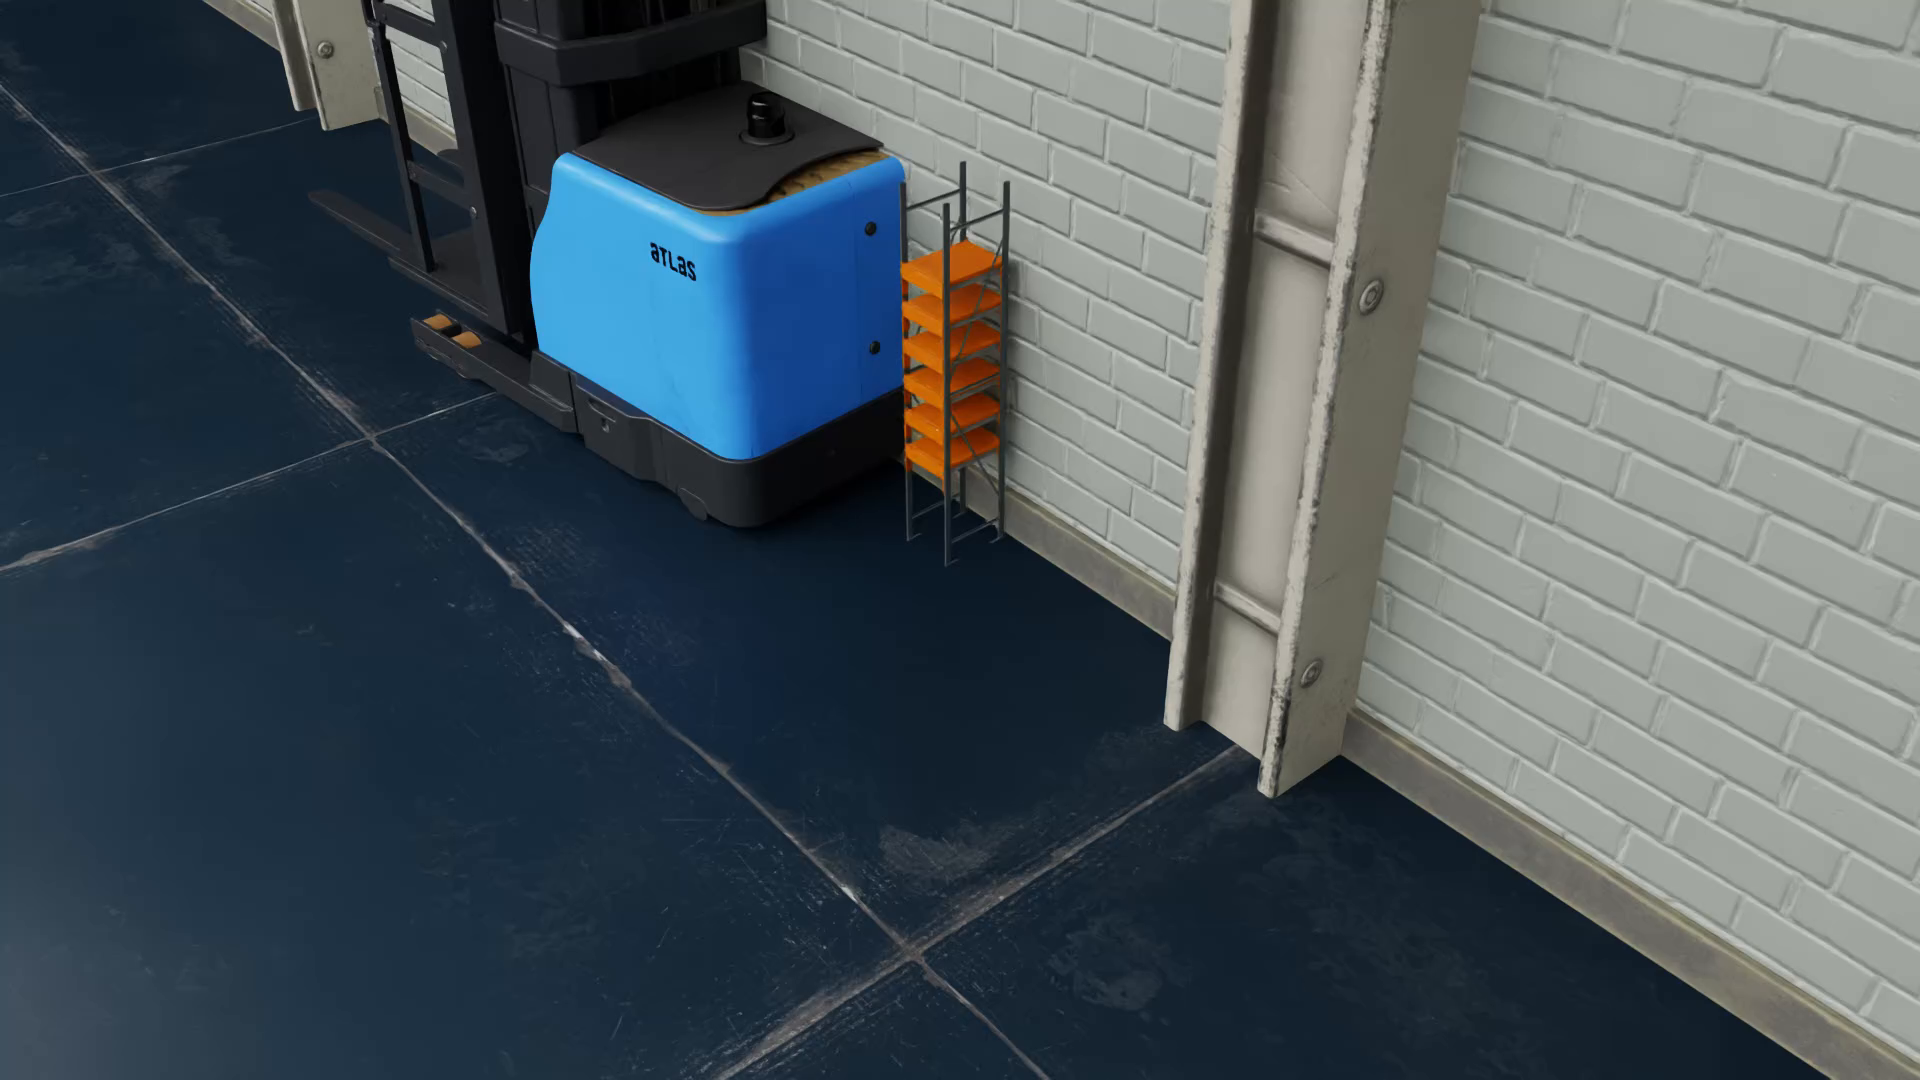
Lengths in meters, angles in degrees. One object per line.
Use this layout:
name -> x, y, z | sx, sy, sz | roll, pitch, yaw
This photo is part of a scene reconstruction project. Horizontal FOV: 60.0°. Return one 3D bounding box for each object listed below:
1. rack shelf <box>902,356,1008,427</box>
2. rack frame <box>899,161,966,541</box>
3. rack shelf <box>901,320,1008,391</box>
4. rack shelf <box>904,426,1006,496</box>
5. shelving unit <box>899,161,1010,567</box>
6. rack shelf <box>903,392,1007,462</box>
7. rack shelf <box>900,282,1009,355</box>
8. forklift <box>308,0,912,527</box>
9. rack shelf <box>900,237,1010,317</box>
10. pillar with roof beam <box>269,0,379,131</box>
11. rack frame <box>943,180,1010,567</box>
rack shelf -> -0.015, -0.455, 4.932 | 0.258, 0.103, 0.180 | -27, 43, -32
rack frame -> -0.075, -0.531, 4.962 | 0.240, 1.200, 0.006 | -27, 43, -32
rack shelf -> -0.015, -0.553, 4.862 | 0.258, 0.103, 0.180 | -27, 43, -32
rack shelf -> -0.015, -0.259, 5.070 | 0.258, 0.103, 0.180 | -27, 43, -32
shelving unit -> -0.015, -0.492, 4.906 | 0.258, 1.200, 0.189 | -27, 43, -32
rack shelf -> -0.015, -0.357, 5.001 | 0.258, 0.103, 0.180 | -27, 43, -32
rack shelf -> -0.015, -0.651, 4.793 | 0.258, 0.103, 0.180 | -27, 43, -32
forklift -> -1.388, -1.978, 5.507 | 3.031, 2.935, 1.130 | 29, 45, 35
rack shelf -> -0.015, -0.749, 4.724 | 0.258, 0.103, 0.180 | -27, 43, -32
pillar with roof beam -> -6.363, -4.189, 3.379 | 9.100, 9.000, 0.400 | -26, 43, -32
rack frame -> 0.045, -0.452, 4.850 | 0.240, 1.200, 0.006 | -27, 43, -32
